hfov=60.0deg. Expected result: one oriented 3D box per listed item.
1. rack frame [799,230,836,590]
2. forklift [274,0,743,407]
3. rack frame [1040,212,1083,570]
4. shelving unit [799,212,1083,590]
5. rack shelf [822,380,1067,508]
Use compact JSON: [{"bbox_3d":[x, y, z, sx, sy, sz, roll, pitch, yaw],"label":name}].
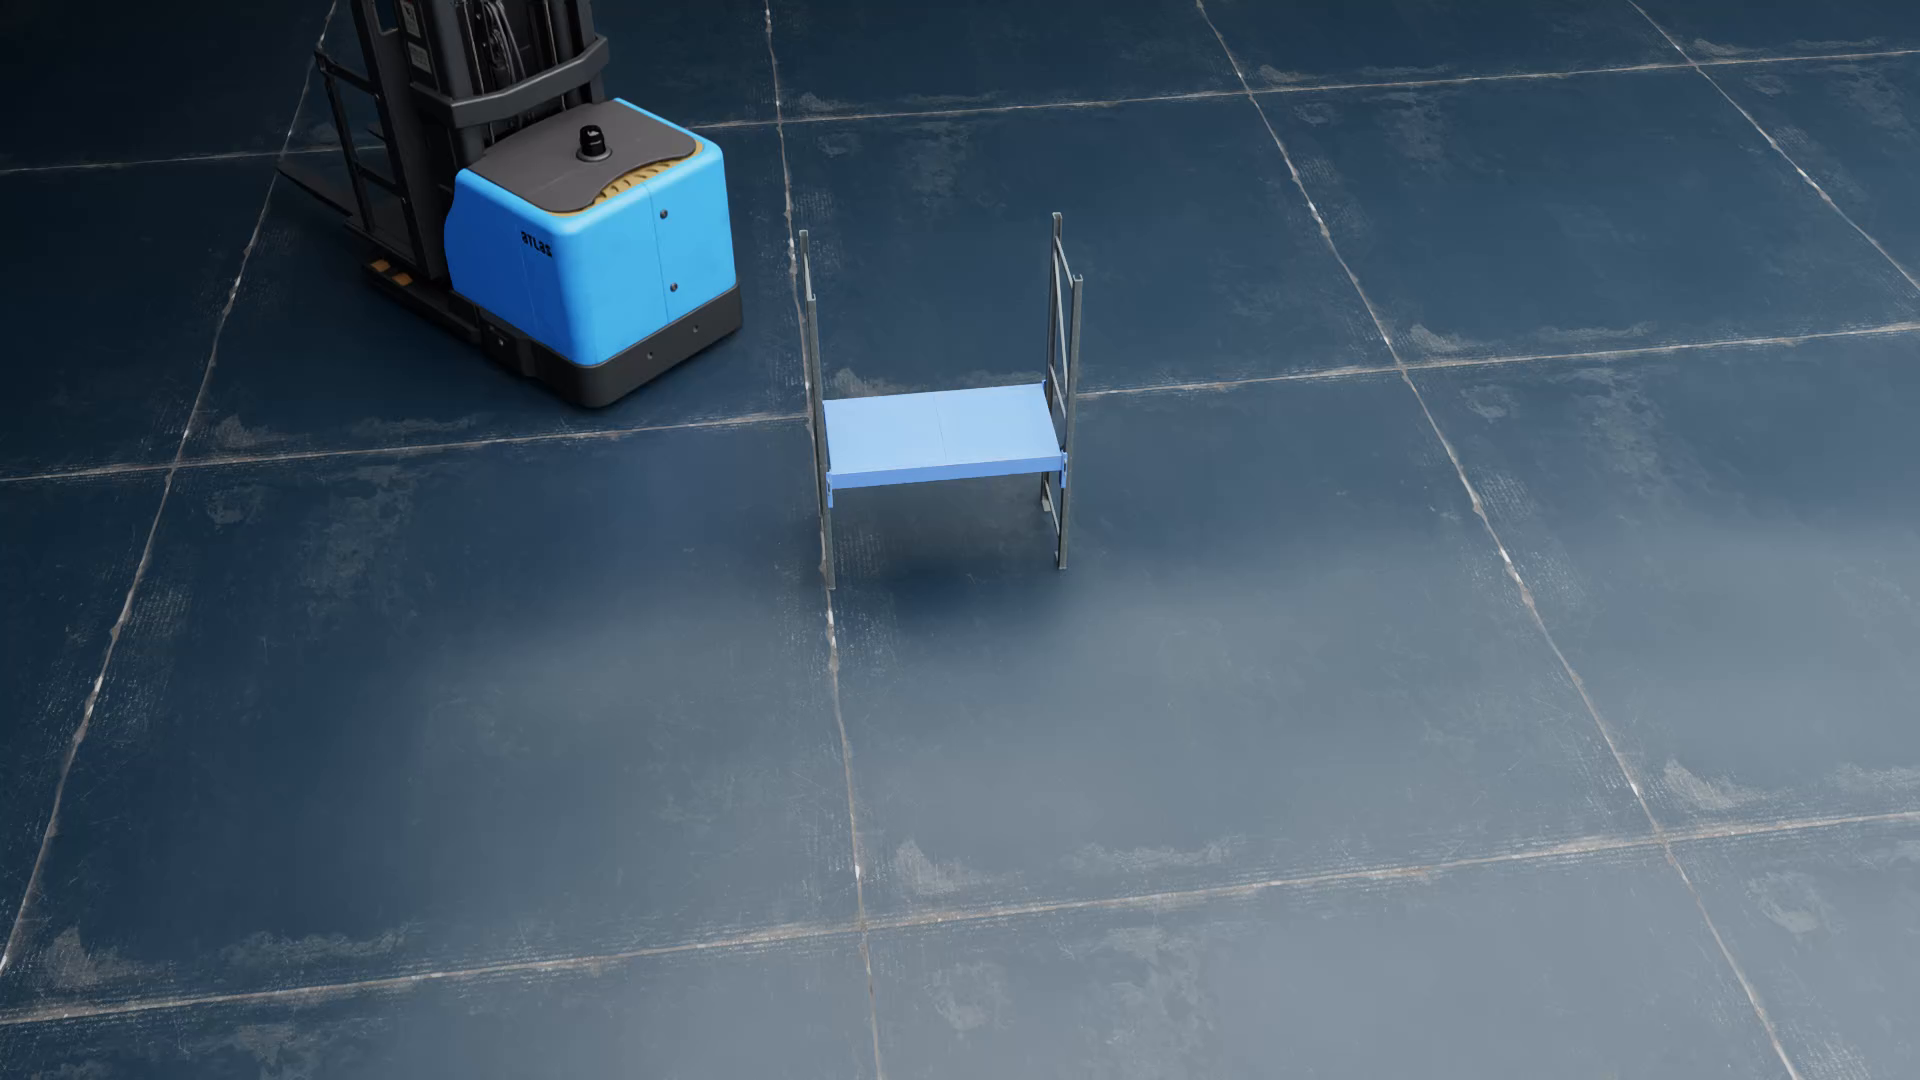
[{"bbox_3d":[-0.589,-0.505,6.906,0.032,1.500,0.500,-5,42,-6],"label":"rack frame"},{"bbox_3d":[-2.567,-2.579,8.136,3.031,2.935,1.130,30,50,29],"label":"forklift"},{"bbox_3d":[0.419,-0.594,7.004,0.032,1.500,0.500,-5,42,-6],"label":"rack frame"},{"bbox_3d":[-0.085,-0.550,6.955,1.048,1.500,0.538,-5,42,-6],"label":"shelving unit"},{"bbox_3d":[-0.085,-0.416,7.075,1.000,0.185,0.538,-5,42,-6],"label":"rack shelf"}]
